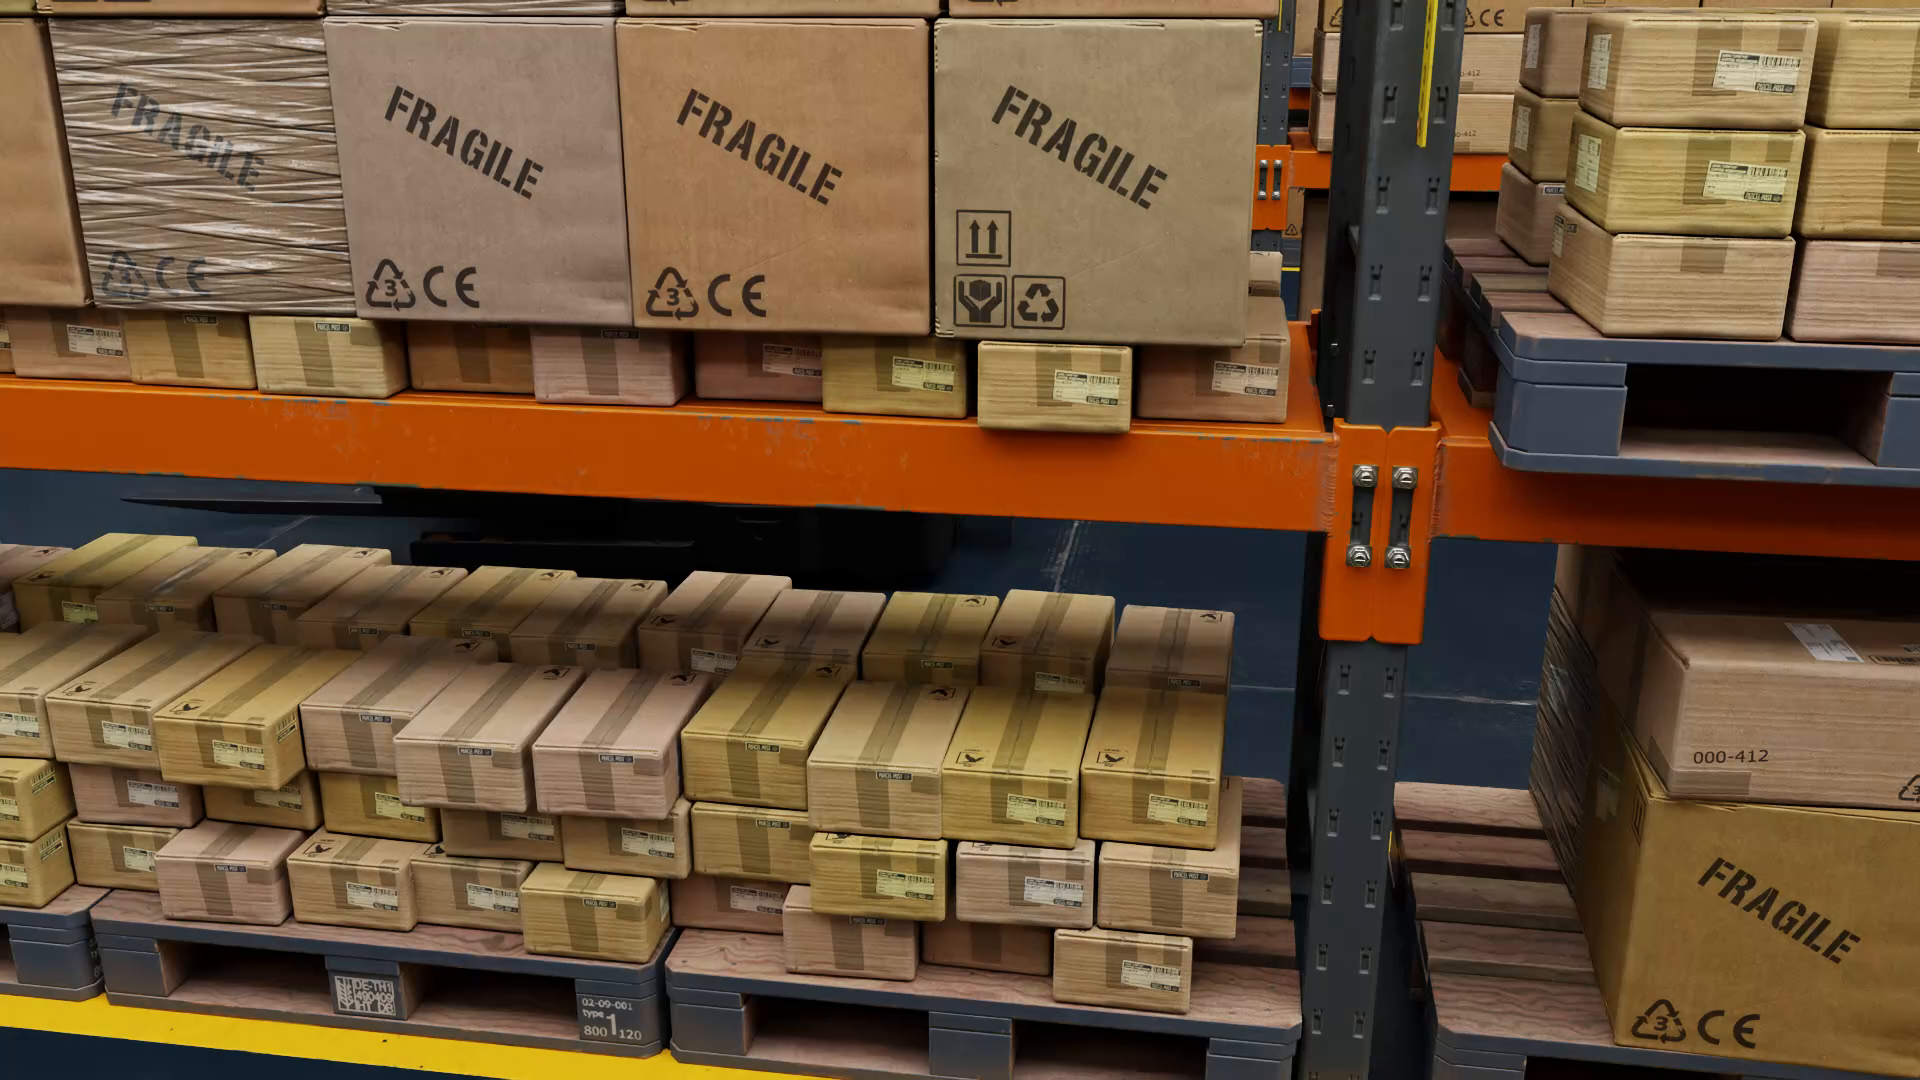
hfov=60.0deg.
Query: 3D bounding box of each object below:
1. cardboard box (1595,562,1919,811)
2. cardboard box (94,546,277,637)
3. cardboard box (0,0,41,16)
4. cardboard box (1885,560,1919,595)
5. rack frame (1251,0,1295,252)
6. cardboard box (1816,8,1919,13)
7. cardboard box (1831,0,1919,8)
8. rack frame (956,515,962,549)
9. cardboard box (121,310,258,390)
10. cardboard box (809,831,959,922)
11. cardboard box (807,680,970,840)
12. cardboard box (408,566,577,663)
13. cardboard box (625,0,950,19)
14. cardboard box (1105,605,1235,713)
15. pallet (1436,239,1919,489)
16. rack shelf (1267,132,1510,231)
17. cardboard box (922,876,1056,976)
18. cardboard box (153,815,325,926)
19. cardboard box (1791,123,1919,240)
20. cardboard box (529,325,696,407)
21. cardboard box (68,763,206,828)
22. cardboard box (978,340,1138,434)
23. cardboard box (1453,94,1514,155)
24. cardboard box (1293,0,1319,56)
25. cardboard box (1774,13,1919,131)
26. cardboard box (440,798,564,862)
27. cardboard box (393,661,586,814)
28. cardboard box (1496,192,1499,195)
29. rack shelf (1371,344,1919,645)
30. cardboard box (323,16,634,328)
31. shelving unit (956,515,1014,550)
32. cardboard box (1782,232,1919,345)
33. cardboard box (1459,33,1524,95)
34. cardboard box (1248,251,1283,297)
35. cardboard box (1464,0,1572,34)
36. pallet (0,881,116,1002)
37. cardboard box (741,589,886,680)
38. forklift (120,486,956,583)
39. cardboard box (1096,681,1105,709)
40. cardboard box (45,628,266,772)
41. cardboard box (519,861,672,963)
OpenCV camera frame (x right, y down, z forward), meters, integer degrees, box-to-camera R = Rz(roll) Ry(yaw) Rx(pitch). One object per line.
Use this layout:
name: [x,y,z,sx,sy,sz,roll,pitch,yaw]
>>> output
cardboard box: [1.456,0.245,2.940,0.500,0.250,0.500,2,19,6]
cardboard box: [-1.858,0.148,4.028,0.250,0.149,0.380,2,19,6]
cardboard box: [-1.771,-1.207,2.982,0.500,0.500,0.500,2,19,7]
cardboard box: [2.049,0.113,3.333,0.500,0.250,0.500,4,19,11]
rack frame: [1.454,-2.062,7.737,0.127,3.000,1.000,3,19,9]
cardboard box: [1.716,-0.882,3.008,0.250,0.149,0.380,2,19,7]
cardboard box: [3.854,-2.376,6.944,0.500,0.500,0.500,3,19,9]
rack frame: [-0.004,-0.430,6.169,0.006,0.900,0.240,1,19,3]
cardboard box: [-1.365,-0.406,3.186,0.250,0.149,0.380,4,19,11]
cardboard box: [-0.130,0.572,3.228,0.250,0.149,0.380,2,19,7]
cardboard box: [-0.130,0.418,3.220,0.250,0.149,0.380,3,19,8]
cardboard box: [-1.078,0.196,3.883,0.250,0.149,0.380,3,19,9]
cardboard box: [-0.250,-1.132,2.756,0.500,0.500,0.500,2,19,7]
cardboard box: [0.461,0.283,3.624,0.250,0.149,0.380,4,19,11]
pallet: [1.500,-0.331,2.866,1.213,0.211,1.003,3,19,9]
rack shelf: [3.428,-1.620,7.550,4.000,0.370,1.077,3,19,9]
cardboard box: [0.084,0.695,3.330,0.250,0.149,0.380,3,19,10]
cardboard box: [-1.463,0.640,3.493,0.250,0.149,0.380,2,19,6]
cardboard box: [1.340,-0.550,2.486,0.250,0.149,0.380,3,19,8]
cardboard box: [-0.601,-0.364,3.058,0.250,0.149,0.380,2,19,6]
cardboard box: [-1.674,0.458,3.569,0.250,0.149,0.380,2,19,6]
cardboard box: [0.177,-0.306,2.887,0.250,0.149,0.380,2,19,7]
cardboard box: [2.357,-1.860,7.371,0.500,0.250,0.500,2,19,7]
cardboard box: [2.679,-3.769,12.021,0.500,0.500,0.700,3,19,10]
cardboard box: [1.361,-0.692,2.440,0.250,0.149,0.380,3,19,10]
cardboard box: [-0.878,0.502,3.437,0.250,0.149,0.380,2,19,6]
cardboard box: [-0.924,0.386,3.316,0.250,0.149,0.380,2,19,7]
cardboard box: [2.972,-1.204,7.861,0.875,0.875,0.875,3,19,10]
rack shelf: [2.743,-0.064,2.900,4.000,0.370,1.077,3,19,9]
cardboard box: [-0.758,-0.682,2.988,0.500,0.500,0.500,3,19,8]
shelving unit: [0.097,-0.428,6.163,0.210,0.900,0.258,1,19,3]
cardboard box: [1.359,-0.410,2.534,0.250,0.149,0.380,3,19,10]
cardboard box: [2.363,-2.100,7.299,0.500,0.250,0.500,3,19,10]
cardboard box: [0.540,-0.503,3.476,0.250,0.149,0.380,4,19,11]
cardboard box: [2.349,-2.454,7.177,0.500,0.500,0.500,3,19,8]
pallet: [-2.310,0.671,3.965,1.213,0.211,1.003,3,19,9]
cardboard box: [-0.320,0.247,3.731,0.250,0.149,0.380,2,19,7]
forklift: [-1.529,-1.405,5.883,3.031,2.935,1.130,1,19,3]
cardboard box: [0.197,0.403,3.734,0.250,0.149,0.380,3,19,9]
cardboard box: [-1.668,0.329,3.486,0.250,0.149,0.380,4,19,11]
cardboard box: [-0.695,0.682,3.368,0.250,0.149,0.380,3,19,9]
